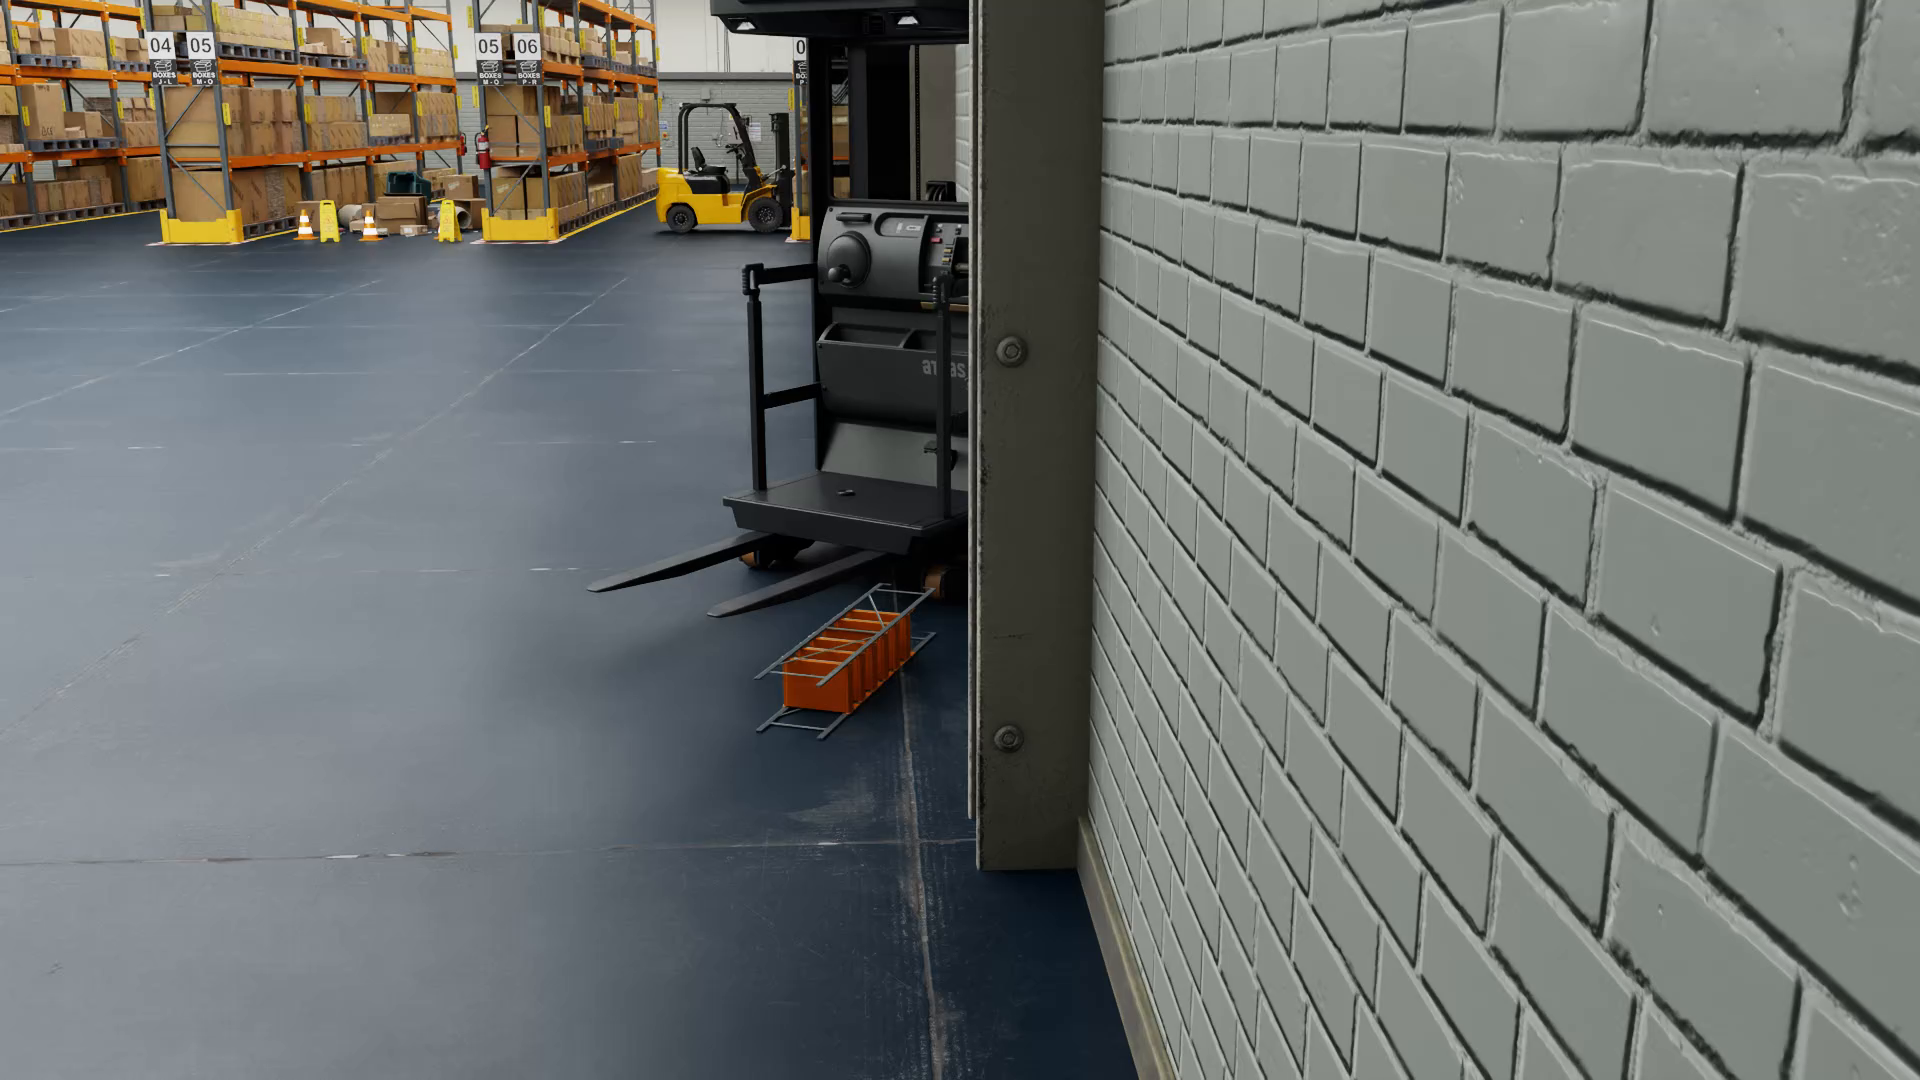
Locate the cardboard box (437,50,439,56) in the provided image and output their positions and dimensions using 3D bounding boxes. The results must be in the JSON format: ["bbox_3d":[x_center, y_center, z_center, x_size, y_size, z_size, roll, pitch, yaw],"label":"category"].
[{"bbox_3d":[-12.705,-11.669,39.836,0.380,0.149,0.250,-1,14,-5],"label":"cardboard box"}]

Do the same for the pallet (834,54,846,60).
[{"bbox_3d":[-2.322,-8.579,29.507,1.003,0.211,1.213,-1,14,-3],"label":"pallet"}]

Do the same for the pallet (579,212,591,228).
[{"bbox_3d":[-7.278,-5.786,30.092,1.003,0.211,1.213,-1,14,-3],"label":"pallet"}]

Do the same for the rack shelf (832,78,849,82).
[{"bbox_3d":[-2.773,-9.977,36.209,1.077,0.370,4.000,-1,14,-3],"label":"rack shelf"}]

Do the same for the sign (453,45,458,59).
[{"bbox_3d":[-12.477,-12.071,41.126,0.100,0.325,0.005,-1,14,-3],"label":"sign"}]

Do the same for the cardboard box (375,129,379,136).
[{"bbox_3d":[-12.397,-8.526,34.807,0.380,0.149,0.250,0,14,-1],"label":"cardboard box"}]

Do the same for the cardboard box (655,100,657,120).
[{"bbox_3d":[-7.831,-10.704,41.402,0.500,0.500,0.500,0,14,-2],"label":"cardboard box"}]

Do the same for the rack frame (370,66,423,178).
[{"bbox_3d":[-12.785,-9.191,37.730,1.000,3.000,0.127,-1,14,-3],"label":"rack frame"}]

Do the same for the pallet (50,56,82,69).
[{"bbox_3d":[-17.245,-8.925,31.052,1.213,0.211,1.003,-1,14,-3],"label":"pallet"}]

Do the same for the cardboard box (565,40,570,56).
[{"bbox_3d":[-7.009,-8.469,28.607,0.500,0.250,0.500,-1,14,-4],"label":"cardboard box"}]

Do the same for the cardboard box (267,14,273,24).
[{"bbox_3d":[-11.885,-8.833,28.177,0.380,0.149,0.250,-1,14,-3],"label":"cardboard box"}]

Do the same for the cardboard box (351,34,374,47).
[{"bbox_3d":[-12.319,-10.301,34.288,0.396,0.266,0.258,-1,14,-3],"label":"cardboard box"}]

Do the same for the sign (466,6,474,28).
[{"bbox_3d":[-7.662,-8.186,26.027,0.100,0.325,0.005,-1,14,-3],"label":"sign"}]

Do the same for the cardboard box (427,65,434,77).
[{"bbox_3d":[-12.603,-10.945,38.826,0.500,0.250,0.500,0,14,-1],"label":"cardboard box"}]

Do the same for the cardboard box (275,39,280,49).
[{"bbox_3d":[-11.898,-8.508,28.516,0.380,0.149,0.250,-1,14,-3],"label":"cardboard box"}]

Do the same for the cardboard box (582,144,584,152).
[{"bbox_3d":[-7.031,-7.106,30.131,0.380,0.149,0.250,-1,14,-4],"label":"cardboard box"}]

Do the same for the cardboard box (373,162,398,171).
[{"bbox_3d":[-12.387,-7.977,35.679,0.500,0.250,0.500,-1,14,-3],"label":"cardboard box"}]

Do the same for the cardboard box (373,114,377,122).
[{"bbox_3d":[-12.402,-8.812,34.723,0.380,0.149,0.250,-1,14,-4],"label":"cardboard box"}]

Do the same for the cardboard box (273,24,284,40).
[{"bbox_3d":[-11.971,-8.733,28.591,0.500,0.250,0.500,-1,14,-4],"label":"cardboard box"}]

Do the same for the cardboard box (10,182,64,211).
[{"bbox_3d":[-17.273,-6.425,31.111,0.700,0.500,0.500,-1,14,-4],"label":"cardboard box"}]

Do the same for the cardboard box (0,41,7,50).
[{"bbox_3d":[-16.937,-8.647,29.095,0.380,0.149,0.250,0,14,-2],"label":"cardboard box"}]

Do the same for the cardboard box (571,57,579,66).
[{"bbox_3d":[-7.030,-8.560,29.762,0.380,0.149,0.250,-1,14,-3],"label":"cardboard box"}]

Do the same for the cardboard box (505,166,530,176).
[{"bbox_3d":[-7.534,-6.271,28.249,0.380,0.149,0.250,0,14,-1],"label":"cardboard box"}]

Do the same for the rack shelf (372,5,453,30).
[{"bbox_3d":[-12.909,-12.244,39.005,1.077,0.370,4.000,-1,14,-3],"label":"rack shelf"}]

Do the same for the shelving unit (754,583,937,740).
[{"bbox_3d":[-0.386,0.414,6.029,0.258,0.189,1.200,4,15,17],"label":"shelving unit"}]

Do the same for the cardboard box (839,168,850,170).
[{"bbox_3d":[-2.370,-7.817,35.261,0.380,0.149,0.250,0,14,-1],"label":"cardboard box"}]

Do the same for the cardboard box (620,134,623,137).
[{"bbox_3d":[-7.431,-8.478,35.260,0.500,0.250,0.500,-1,14,-5],"label":"cardboard box"}]

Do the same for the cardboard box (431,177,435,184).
[{"bbox_3d":[-12.652,-8.511,39.366,0.380,0.149,0.250,0,14,-1],"label":"cardboard box"}]

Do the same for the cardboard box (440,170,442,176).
[{"bbox_3d":[-12.715,-8.845,40.068,0.380,0.149,0.250,-1,14,-5],"label":"cardboard box"}]

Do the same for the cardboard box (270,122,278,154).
[{"bbox_3d":[-12.282,-6.910,28.563,0.875,0.550,0.550,-1,14,-3],"label":"cardboard box"}]

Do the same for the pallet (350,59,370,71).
[{"bbox_3d":[-12.444,-9.398,32.894,1.213,0.211,1.003,0,14,-1],"label":"pallet"}]

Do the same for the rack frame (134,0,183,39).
[{"bbox_3d":[-17.741,-12.045,36.782,1.000,3.000,0.127,-1,14,-3],"label":"rack frame"}]

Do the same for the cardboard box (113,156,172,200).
[{"bbox_3d":[-17.563,-7.713,35.406,1.225,0.875,0.875,-1,14,-3],"label":"cardboard box"}]

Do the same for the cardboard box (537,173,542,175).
[{"bbox_3d":[-7.512,-6.125,28.984,0.500,0.500,0.500,0,14,-1],"label":"cardboard box"}]

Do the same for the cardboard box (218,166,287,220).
[{"bbox_3d":[-12.260,-5.995,28.726,0.875,0.875,0.875,-1,14,-3],"label":"cardboard box"}]

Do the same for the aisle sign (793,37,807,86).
[{"bbox_3d":[-2.442,-7.624,26.422,0.394,0.787,0.004,-1,14,-3],"label":"aisle sign"}]

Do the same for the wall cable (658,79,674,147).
[{"bbox_3d":[-8.471,-12.197,47.309,0.585,1.953,0.123,-1,14,-3],"label":"wall cable"}]

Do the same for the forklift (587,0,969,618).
[{"bbox_3d":[-0.340,-1.288,7.148,1.130,2.935,3.031,9,17,32],"label":"forklift"}]

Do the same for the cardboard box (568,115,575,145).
[{"bbox_3d":[-7.004,-7.132,28.929,0.500,0.500,0.500,0,14,-2],"label":"cardboard box"}]

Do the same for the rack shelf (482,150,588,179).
[{"bbox_3d":[-7.231,-6.458,28.548,1.077,0.370,4.000,-1,14,-3],"label":"rack shelf"}]

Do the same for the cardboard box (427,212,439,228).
[{"bbox_3d":[-9.446,-5.743,29.816,0.258,0.266,0.396,-13,20,-42],"label":"cardboard box"}]

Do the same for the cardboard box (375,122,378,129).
[{"bbox_3d":[-12.405,-8.679,34.804,0.380,0.149,0.250,-1,14,-5],"label":"cardboard box"}]

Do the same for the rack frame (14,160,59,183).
[{"bbox_3d":[-22.933,-10.058,41.099,1.000,3.000,0.127,-1,14,-3],"label":"rack frame"}]

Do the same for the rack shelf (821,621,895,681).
[{"bbox_3d":[-0.373,0.403,6.070,0.258,0.180,0.103,4,15,17],"label":"rack shelf"}]

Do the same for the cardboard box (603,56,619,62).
[{"bbox_3d":[-7.584,-10.368,35.909,0.380,0.166,0.250,0,14,1],"label":"cardboard box"}]

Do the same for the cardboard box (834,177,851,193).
[{"bbox_3d":[-1.994,-5.865,27.468,0.500,0.250,0.500,-1,14,-4],"label":"cardboard box"}]

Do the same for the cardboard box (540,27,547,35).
[{"bbox_3d":[-6.911,-8.243,26.927,0.380,0.149,0.250,-1,14,-3],"label":"cardboard box"}]

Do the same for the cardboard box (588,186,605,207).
[{"bbox_3d":[-7.483,-6.716,32.540,0.950,0.372,0.625,0,14,-2],"label":"cardboard box"}]

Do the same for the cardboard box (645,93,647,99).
[{"bbox_3d":[-7.687,-10.601,39.701,0.380,0.149,0.250,-1,14,-3],"label":"cardboard box"}]

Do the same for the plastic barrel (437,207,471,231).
[{"bbox_3d":[-8.746,-5.551,28.752,0.512,0.421,0.421,10,18,35],"label":"plastic barrel"}]

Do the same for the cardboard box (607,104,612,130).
[{"bbox_3d":[-7.254,-8.457,33.234,0.500,0.500,0.500,-1,14,-4],"label":"cardboard box"}]

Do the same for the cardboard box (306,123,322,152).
[{"bbox_3d":[-12.053,-7.385,30.509,0.500,0.500,0.500,-1,14,-3],"label":"cardboard box"}]

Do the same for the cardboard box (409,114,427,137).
[{"bbox_3d":[-12.564,-9.511,38.174,0.500,0.500,0.500,-1,14,-4],"label":"cardboard box"}]

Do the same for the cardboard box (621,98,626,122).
[{"bbox_3d":[-7.446,-9.209,35.592,0.500,0.500,0.500,0,14,-2],"label":"cardboard box"}]

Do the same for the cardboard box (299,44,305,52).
[{"bbox_3d":[-12.077,-8.995,30.174,0.258,0.266,0.396,-1,14,-4],"label":"cardboard box"}]

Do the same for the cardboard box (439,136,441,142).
[{"bbox_3d":[-12.738,-9.666,40.079,0.380,0.149,0.250,-1,15,-6],"label":"cardboard box"}]
